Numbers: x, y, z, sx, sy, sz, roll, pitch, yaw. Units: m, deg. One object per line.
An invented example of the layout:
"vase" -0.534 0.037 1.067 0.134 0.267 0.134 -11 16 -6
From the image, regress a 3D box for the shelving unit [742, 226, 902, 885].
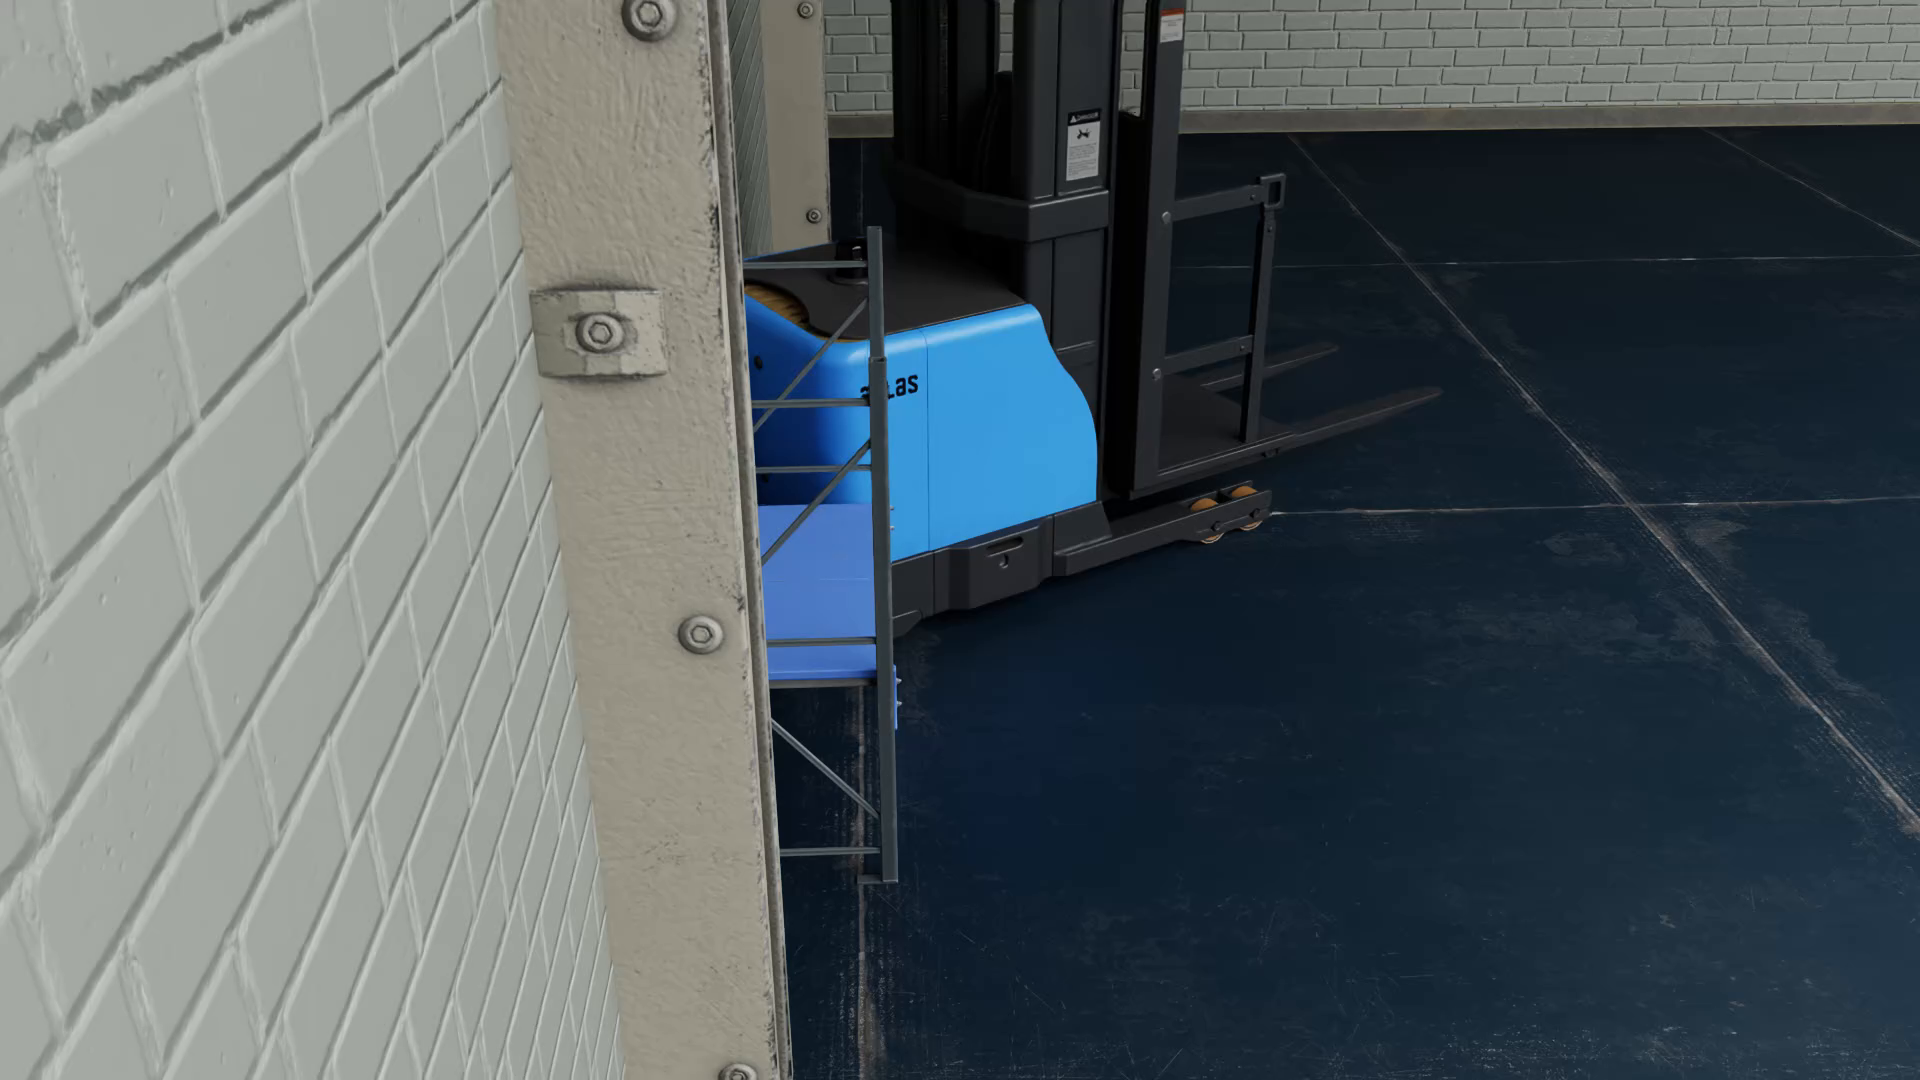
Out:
"shelving unit" -0.444 0.024 4.582 0.538 1.500 1.048 -1 28 -3

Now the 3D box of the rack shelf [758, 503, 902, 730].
"rack shelf" -0.444 0.183 4.665 0.538 0.185 1.000 -1 28 -3

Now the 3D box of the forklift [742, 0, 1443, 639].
"forklift" 0.578 -1.473 5.906 3.031 2.935 1.130 -17 32 -29

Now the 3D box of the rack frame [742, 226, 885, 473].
"rack frame" -0.471 -0.211 5.032 0.500 1.500 0.032 -1 28 -3

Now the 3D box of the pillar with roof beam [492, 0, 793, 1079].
"pillar with roof beam" 3.765 -2.764 1.818 9.100 9.000 0.400 -1 28 -3

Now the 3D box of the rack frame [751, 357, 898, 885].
"rack frame" -0.417 0.259 4.132 0.500 1.500 0.032 -1 28 -3

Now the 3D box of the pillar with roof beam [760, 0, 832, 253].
"pillar with roof beam" 3.452 -5.535 7.131 9.100 9.000 0.400 -1 28 -3
